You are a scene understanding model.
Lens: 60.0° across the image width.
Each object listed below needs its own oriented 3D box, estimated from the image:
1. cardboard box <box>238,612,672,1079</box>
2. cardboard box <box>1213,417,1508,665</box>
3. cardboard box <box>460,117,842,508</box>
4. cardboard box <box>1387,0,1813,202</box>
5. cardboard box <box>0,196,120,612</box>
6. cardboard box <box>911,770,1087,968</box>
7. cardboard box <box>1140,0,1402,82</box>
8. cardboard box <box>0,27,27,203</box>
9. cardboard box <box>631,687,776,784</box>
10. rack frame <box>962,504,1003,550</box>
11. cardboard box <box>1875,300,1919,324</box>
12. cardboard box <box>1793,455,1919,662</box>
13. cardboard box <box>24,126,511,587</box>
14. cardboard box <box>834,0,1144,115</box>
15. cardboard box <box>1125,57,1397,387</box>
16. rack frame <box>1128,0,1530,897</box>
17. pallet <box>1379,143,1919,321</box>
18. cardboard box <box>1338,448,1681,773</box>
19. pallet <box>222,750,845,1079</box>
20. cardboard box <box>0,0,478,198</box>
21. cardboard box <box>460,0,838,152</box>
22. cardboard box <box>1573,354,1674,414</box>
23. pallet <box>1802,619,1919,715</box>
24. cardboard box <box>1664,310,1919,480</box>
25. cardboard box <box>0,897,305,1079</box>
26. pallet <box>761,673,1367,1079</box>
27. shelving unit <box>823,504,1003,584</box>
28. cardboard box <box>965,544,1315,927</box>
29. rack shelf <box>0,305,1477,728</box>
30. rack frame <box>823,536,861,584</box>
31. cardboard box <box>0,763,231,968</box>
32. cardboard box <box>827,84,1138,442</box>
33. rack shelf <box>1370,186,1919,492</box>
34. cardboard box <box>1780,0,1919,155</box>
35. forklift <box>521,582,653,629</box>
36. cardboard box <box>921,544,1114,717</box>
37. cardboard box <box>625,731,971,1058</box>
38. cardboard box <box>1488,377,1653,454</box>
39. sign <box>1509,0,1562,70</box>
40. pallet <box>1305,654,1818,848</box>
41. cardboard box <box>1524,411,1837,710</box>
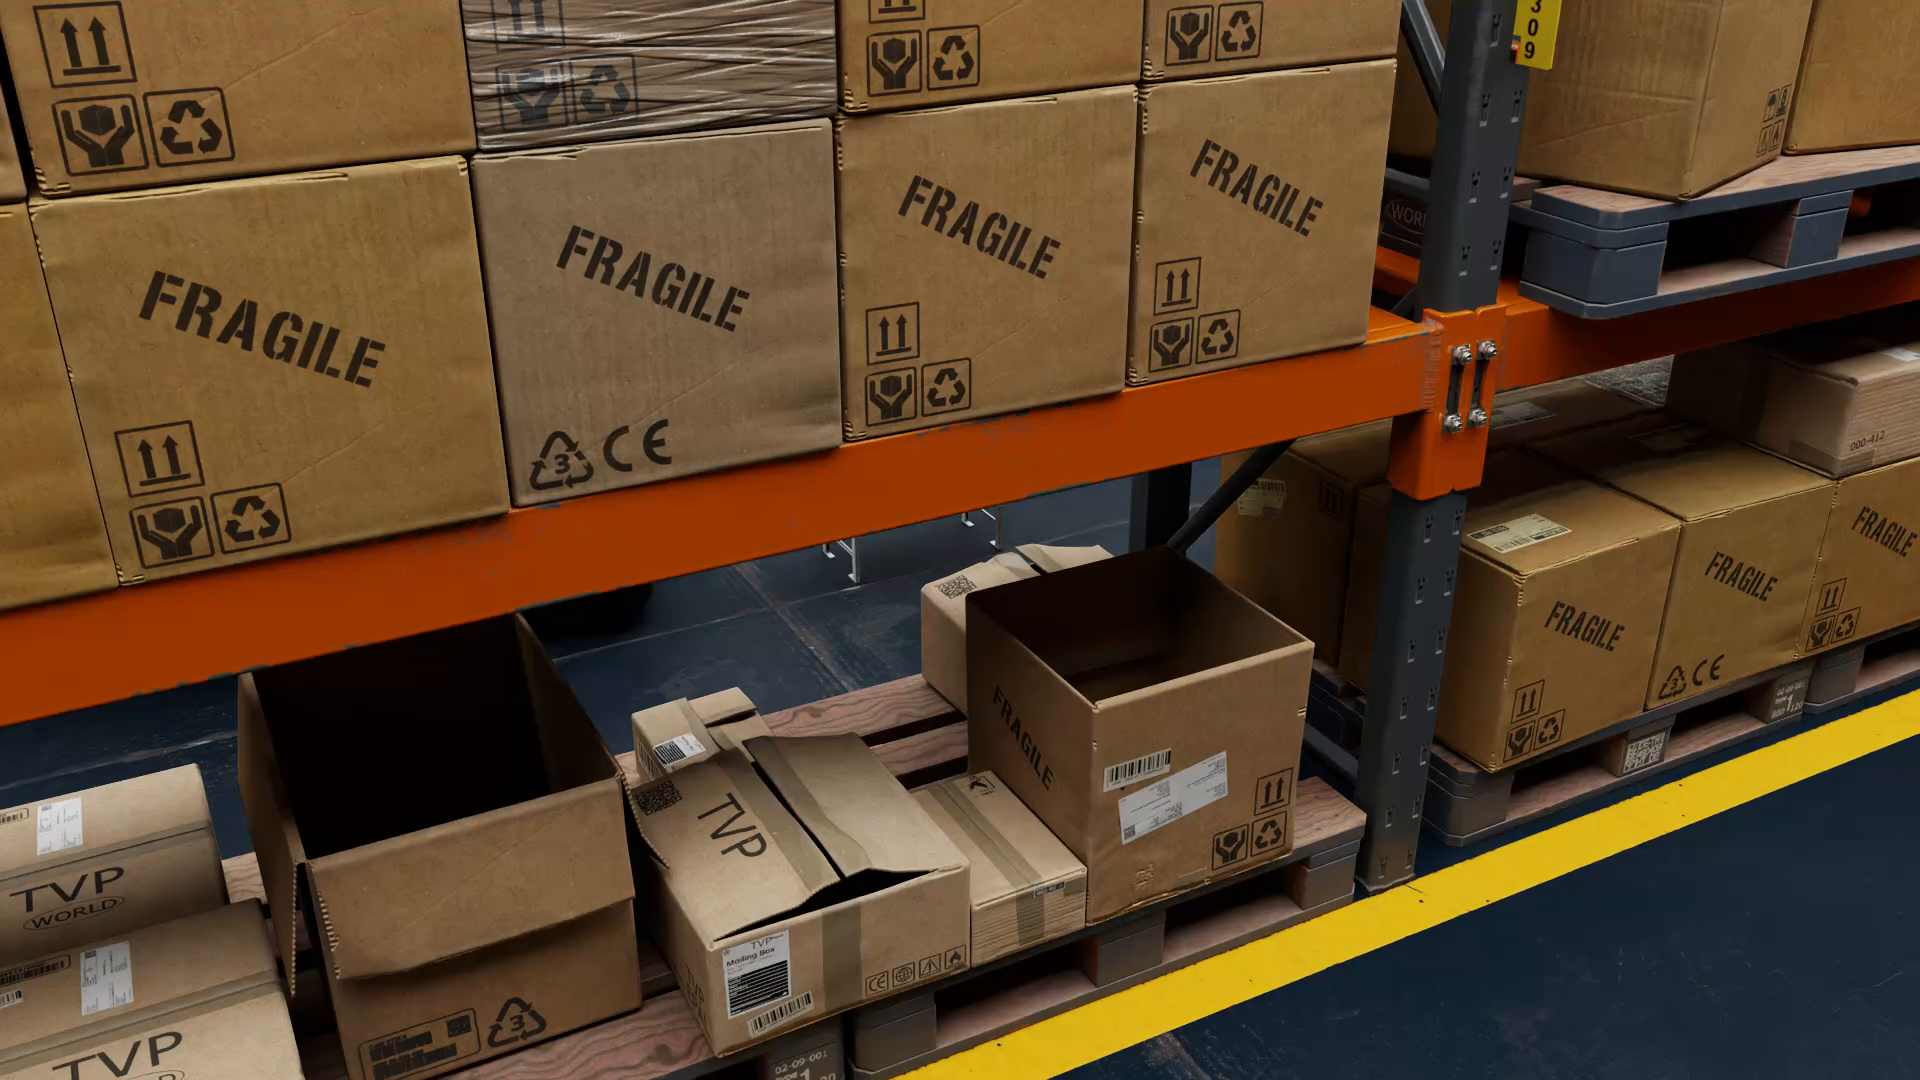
[{"bbox_3d":[-0.940,0.535,3.047,0.637,0.503,0.797,-13,29,-25],"label":"cardboard box"},{"bbox_3d":[1.015,-0.059,4.286,0.500,0.500,0.500,-13,29,-25],"label":"cardboard box"},{"bbox_3d":[-0.512,-0.411,2.526,0.500,0.500,0.500,-12,28,-24],"label":"cardboard box"},{"bbox_3d":[1.238,-1.023,3.313,0.700,0.500,0.500,22,33,37],"label":"cardboard box"},{"bbox_3d":[-1.402,-0.205,2.097,0.500,0.500,0.500,-13,29,-25],"label":"cardboard box"},{"bbox_3d":[0.043,0.633,3.251,0.250,0.149,0.380,-13,29,-25],"label":"cardboard box"},{"bbox_3d":[0.391,-1.071,2.744,0.500,0.500,0.500,-13,28,-25],"label":"cardboard box"},{"bbox_3d":[-1.397,-0.657,1.883,0.500,0.500,0.500,-13,28,-24],"label":"cardboard box"},{"bbox_3d":[-0.516,0.485,3.540,0.250,0.166,0.380,-13,29,-25],"label":"cardboard box"},{"bbox_3d":[0.069,-0.557,5.024,0.015,1.200,0.240,-13,29,-25],"label":"rack frame"},{"bbox_3d":[2.581,-0.498,4.335,0.500,0.250,0.500,-14,29,-26],"label":"cardboard box"},{"bbox_3d":[2.166,-0.066,4.301,0.500,0.500,0.500,-13,28,-24],"label":"cardboard box"},{"bbox_3d":[-0.960,-0.307,2.307,0.500,0.500,0.500,-13,28,-24],"label":"cardboard box"},{"bbox_3d":[-0.060,-0.966,2.525,0.500,0.500,0.500,-14,29,-26],"label":"cardboard box"},{"bbox_3d":[0.395,-0.622,2.965,0.500,0.500,0.500,-12,28,-24],"label":"cardboard box"},{"bbox_3d":[0.715,-0.777,3.403,0.127,3.000,1.000,-13,29,-25],"label":"rack frame"},{"bbox_3d":[1.471,-0.812,3.697,1.213,0.211,1.003,-13,29,-25],"label":"pallet"},{"bbox_3d":[1.256,0.146,3.860,0.500,0.500,0.500,-14,29,-27],"label":"cardboard box"},{"bbox_3d":[-0.969,0.870,3.195,1.213,0.211,1.003,-13,29,-25],"label":"pallet"},{"bbox_3d":[-0.950,-0.761,2.099,0.500,0.500,0.500,-13,29,-26],"label":"cardboard box"},{"bbox_3d":[-0.505,-0.863,2.311,0.500,0.500,0.500,-13,28,-25],"label":"cardboard box"},{"bbox_3d":[1.898,-0.258,4.701,0.500,0.500,0.500,-13,28,-24],"label":"cardboard box"},{"bbox_3d":[2.493,0.050,4.903,1.213,0.211,1.003,-13,29,-25],"label":"pallet"},{"bbox_3d":[2.139,-0.396,4.122,0.500,0.250,0.500,-13,29,-25],"label":"cardboard box"},{"bbox_3d":[-1.319,0.873,2.635,0.500,0.250,0.500,-13,29,-25],"label":"cardboard box"},{"bbox_3d":[0.108,0.620,3.716,1.213,0.211,1.003,-13,29,-25],"label":"pallet"},{"bbox_3d":[-0.146,-0.507,4.920,0.503,1.200,0.258,-13,29,-25],"label":"shelving unit"},{"bbox_3d":[0.346,0.376,3.381,0.500,0.500,0.500,-13,29,-25],"label":"cardboard box"},{"bbox_3d":[-1.050,-0.045,2.710,4.000,0.370,1.077,-13,29,-25],"label":"rack shelf"},{"bbox_3d":[-0.361,-0.457,4.817,0.015,1.200,0.240,-13,29,-25],"label":"rack frame"},{"bbox_3d":[-1.598,0.692,3.012,0.500,0.250,0.500,-13,29,-25],"label":"cardboard box"},{"bbox_3d":[-0.060,-0.517,2.745,0.500,0.500,0.500,-12,28,-24],"label":"cardboard box"},{"bbox_3d":[2.480,-0.860,4.407,4.000,0.370,1.077,-13,29,-25],"label":"rack shelf"},{"bbox_3d":[1.815,-1.187,3.656,0.500,0.500,0.700,-8,27,-17],"label":"cardboard box"},{"bbox_3d":[-2.444,-1.181,4.323,3.031,2.935,1.130,-4,26,-8],"label":"forklift"},{"bbox_3d":[0.243,0.240,3.884,0.500,0.311,0.500,-13,29,-25],"label":"cardboard box"},{"bbox_3d":[-0.316,0.614,3.104,0.500,0.311,0.500,-13,29,-25],"label":"cardboard box"},{"bbox_3d":[1.456,-0.156,4.489,0.500,0.500,0.500,-13,29,-25],"label":"cardboard box"},{"bbox_3d":[0.977,-0.962,2.787,0.005,0.325,0.100,-13,29,-25],"label":"sign"},{"bbox_3d":[1.415,0.300,4.382,1.213,0.211,1.003,-13,29,-25],"label":"pallet"},{"bbox_3d":[1.722,0.033,4.095,0.500,0.500,0.500,-13,28,-24],"label":"cardboard box"}]
